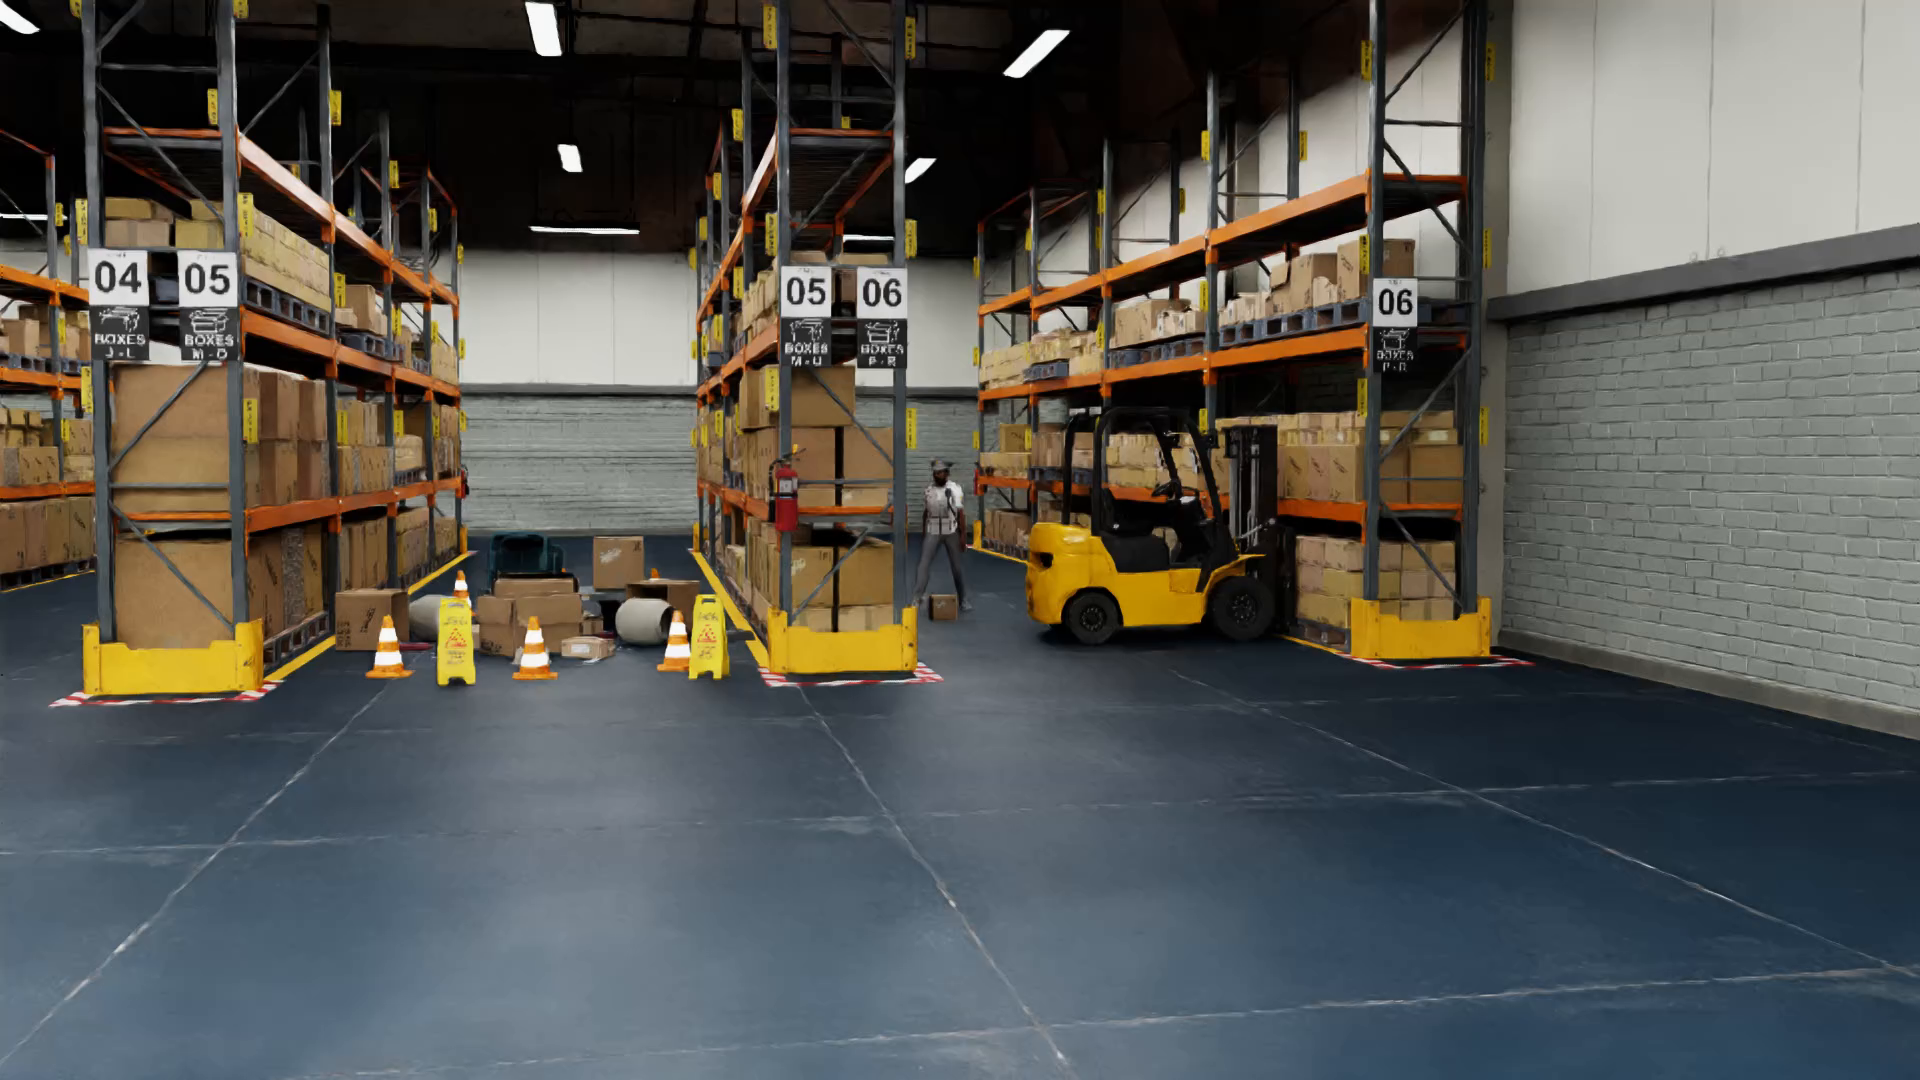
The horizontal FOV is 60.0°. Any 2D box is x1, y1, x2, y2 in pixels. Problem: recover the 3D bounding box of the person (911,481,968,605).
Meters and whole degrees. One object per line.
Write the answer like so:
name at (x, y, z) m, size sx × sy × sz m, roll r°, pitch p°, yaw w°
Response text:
person at (-0.219, 0.034, 17.940) m, size 0.534 × 1.321 × 0.595 m, roll 1°, pitch 3°, yaw 13°
